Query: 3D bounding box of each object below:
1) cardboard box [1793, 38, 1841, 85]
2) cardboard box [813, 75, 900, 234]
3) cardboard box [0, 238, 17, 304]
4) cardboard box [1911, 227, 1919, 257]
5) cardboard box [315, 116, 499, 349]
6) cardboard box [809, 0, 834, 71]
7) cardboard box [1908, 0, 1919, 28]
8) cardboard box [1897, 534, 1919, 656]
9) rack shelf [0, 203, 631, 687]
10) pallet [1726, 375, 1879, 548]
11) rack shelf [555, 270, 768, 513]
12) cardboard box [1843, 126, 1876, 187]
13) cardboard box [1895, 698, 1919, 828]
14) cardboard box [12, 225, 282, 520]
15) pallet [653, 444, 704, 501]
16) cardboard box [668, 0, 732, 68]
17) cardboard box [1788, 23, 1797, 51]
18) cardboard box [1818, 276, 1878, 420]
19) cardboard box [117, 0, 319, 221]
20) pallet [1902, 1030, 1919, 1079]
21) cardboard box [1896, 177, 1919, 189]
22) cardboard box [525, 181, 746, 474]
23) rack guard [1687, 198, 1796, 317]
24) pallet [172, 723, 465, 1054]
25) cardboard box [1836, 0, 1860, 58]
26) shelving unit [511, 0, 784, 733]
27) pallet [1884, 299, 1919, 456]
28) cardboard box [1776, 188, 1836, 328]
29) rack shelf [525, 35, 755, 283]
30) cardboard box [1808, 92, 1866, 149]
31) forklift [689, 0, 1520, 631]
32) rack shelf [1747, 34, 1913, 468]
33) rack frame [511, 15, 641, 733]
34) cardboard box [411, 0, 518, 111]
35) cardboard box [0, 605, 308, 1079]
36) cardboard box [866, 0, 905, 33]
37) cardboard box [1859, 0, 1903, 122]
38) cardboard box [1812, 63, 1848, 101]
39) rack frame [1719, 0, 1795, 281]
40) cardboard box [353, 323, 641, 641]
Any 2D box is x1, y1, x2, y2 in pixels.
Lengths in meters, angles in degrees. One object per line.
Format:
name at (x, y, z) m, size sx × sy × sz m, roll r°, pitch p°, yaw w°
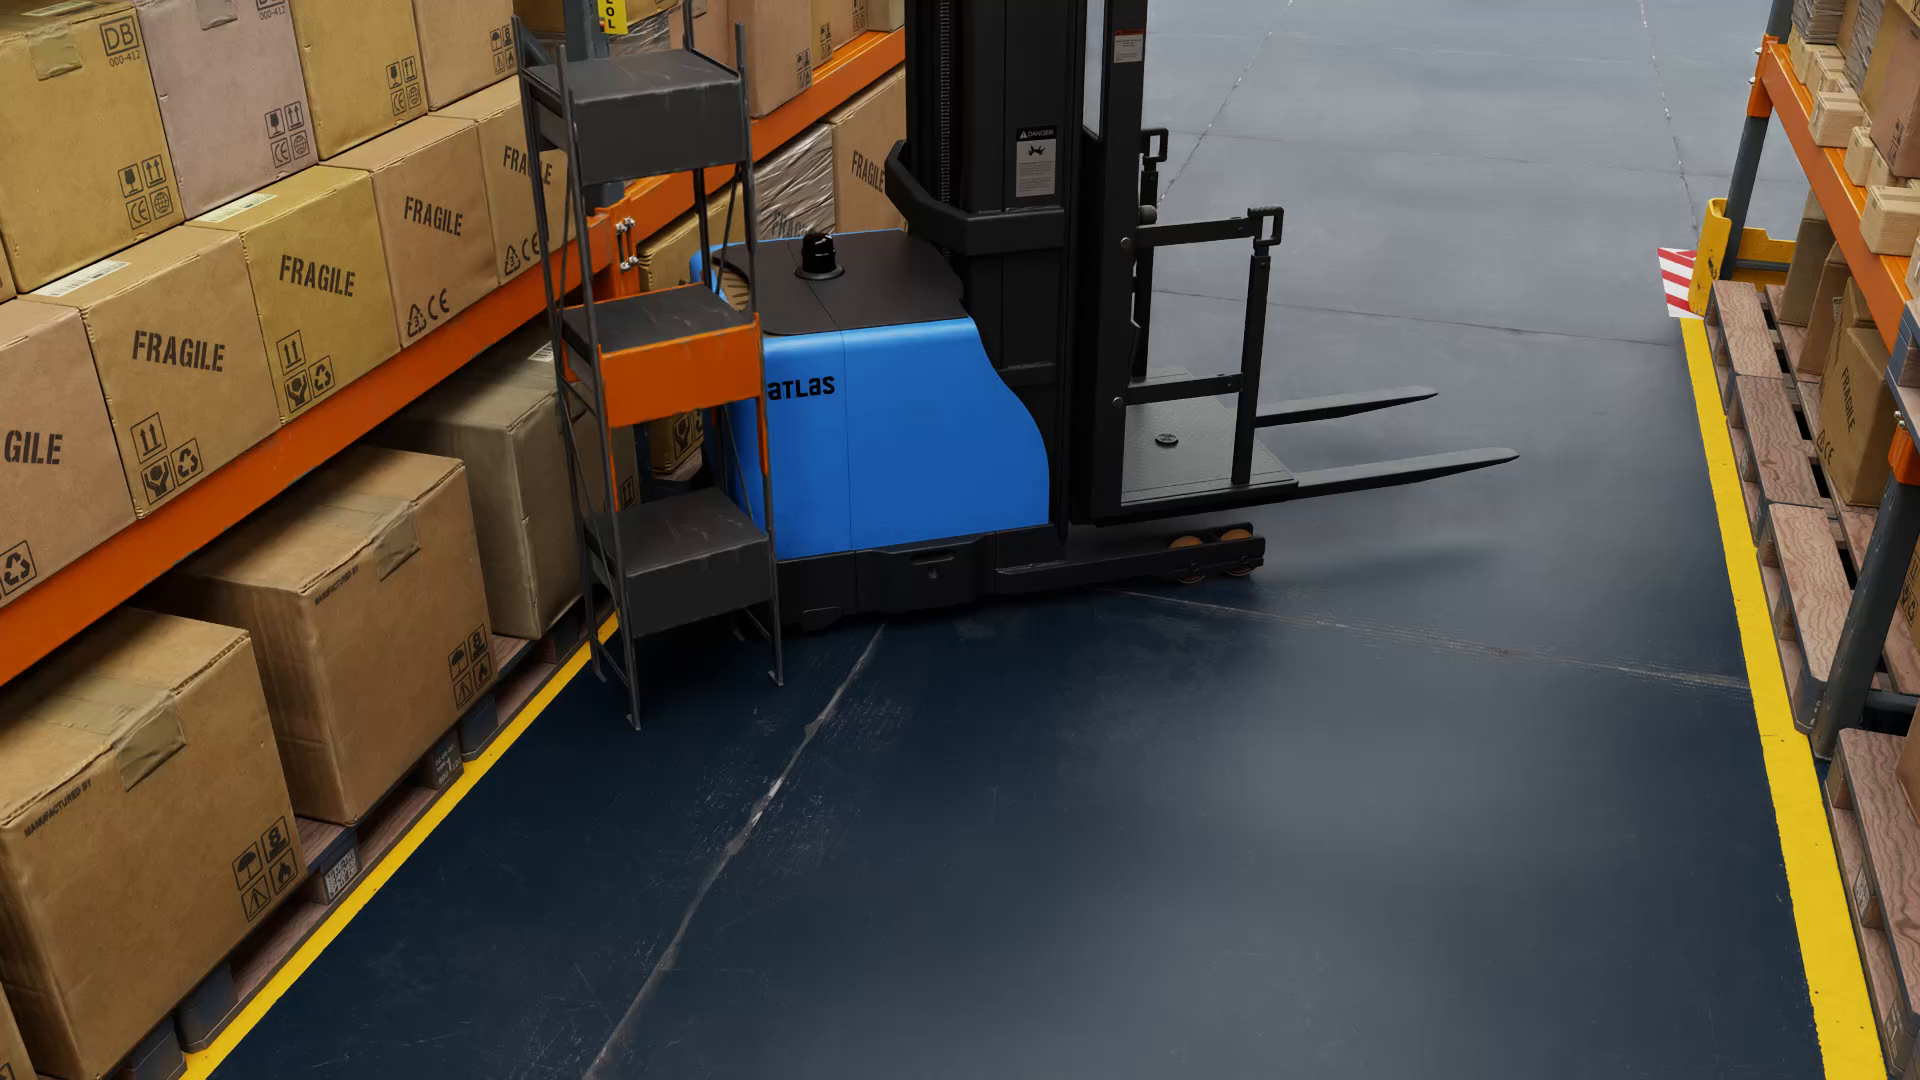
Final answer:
cardboard box at (3.772, -2.021, 7.056) m, size 0.380 × 0.149 × 0.250 m, roll 8°, pitch 30°, yaw 15°
cardboard box at (-0.841, -1.733, 8.033) m, size 0.875 × 0.875 × 0.875 m, roll 8°, pitch 30°, yaw 14°
cardboard box at (-2.360, -0.656, 3.212) m, size 0.700 × 0.500 × 0.500 m, roll 8°, pitch 30°, yaw 14°
cardboard box at (3.084, -0.852, 4.955) m, size 0.380 × 0.149 × 0.250 m, roll 8°, pitch 30°, yaw 15°
cardboard box at (-1.669, -0.881, 4.645) m, size 0.500 × 0.500 × 0.500 m, roll 8°, pitch 30°, yaw 14°
cardboard box at (-1.056, -2.345, 7.226) m, size 0.875 × 0.550 × 0.500 m, roll 8°, pitch 30°, yaw 15°
cardboard box at (3.103, -1.690, 4.764) m, size 0.500 × 0.500 × 0.500 m, roll 8°, pitch 30°, yaw 15°
cardboard box at (3.244, 0.131, 5.069) m, size 0.500 × 0.500 × 0.500 m, roll 8°, pitch 30°, yaw 13°
rack shelf at (-2.210, -0.109, 4.100) m, size 1.077 × 0.370 × 4.000 m, roll 8°, pitch 30°, yaw 15°
pallet at (3.608, -0.265, 6.510) m, size 1.003 × 0.211 × 1.213 m, roll 8°, pitch 30°, yaw 15°
rack shelf at (-0.886, -0.450, 4.923) m, size 0.480 × 0.518 × 0.431 m, roll -16°, pitch 33°, yaw -26°
cardboard box at (3.325, -1.325, 5.805) m, size 0.380 × 0.149 × 0.250 m, roll 8°, pitch 30°, yaw 15°
cardboard box at (2.888, 0.584, 4.233) m, size 0.700 × 0.500 × 0.500 m, roll 6°, pitch 30°, yaw 11°
cardboard box at (-1.964, -0.410, 3.798) m, size 0.500 × 0.500 × 0.500 m, roll 8°, pitch 30°, yaw 14°
pallet at (-1.325, -0.476, 6.889) m, size 1.003 × 0.211 × 1.213 m, roll 8°, pitch 30°, yaw 15°
cardboard box at (-1.386, -1.850, 6.336) m, size 0.875 × 0.550 × 0.550 m, roll 8°, pitch 30°, yaw 15°
cardboard box at (3.951, -2.249, 7.465) m, size 0.380 × 0.149 × 0.250 m, roll 8°, pitch 30°, yaw 15°
cardboard box at (3.719, -0.689, 6.543) m, size 0.500 × 0.500 × 0.500 m, roll 11°, pitch 31°, yaw 20°
cardboard box at (-2.061, -1.128, 4.060) m, size 0.700 × 0.500 × 0.500 m, roll 9°, pitch 30°, yaw 15°
pallet at (2.505, 1.551, 3.244) m, size 1.003 × 0.211 × 1.213 m, roll 8°, pitch 30°, yaw 15°
cardboard box at (3.250, -1.082, 5.368) m, size 0.380 × 0.149 × 0.250 m, roll 8°, pitch 30°, yaw 15°
cardboard box at (-1.372, -0.890, 6.518) m, size 0.875 × 0.875 × 0.875 m, roll 9°, pitch 30°, yaw 16°
rack guard at (4.241, -1.329, 8.125) m, size 1.175 × 0.500 × 0.348 m, roll 8°, pitch 30°, yaw 15°
pallet at (-2.134, 0.804, 4.588) m, size 1.003 × 0.211 × 1.213 m, roll 8°, pitch 30°, yaw 15°
cardboard box at (4.043, -2.129, 6.583) m, size 0.875 × 0.500 × 0.500 m, roll 8°, pitch 30°, yaw 15°
shelving unit at (-0.886, -0.462, 4.917) m, size 0.503 × 2.100 × 0.431 m, roll -16°, pitch 33°, yaw -26°
pallet at (2.725, -0.180, 3.685) m, size 1.003 × 0.211 × 1.213 m, roll 8°, pitch 30°, yaw 15°
cardboard box at (4.064, -1.260, 7.569) m, size 0.500 × 0.500 × 0.500 m, roll 14°, pitch 32°, yaw 24°
rack shelf at (-0.883, -1.059, 4.579) m, size 0.480 × 0.518 × 0.431 m, roll -16°, pitch 33°, yaw -26°
cardboard box at (3.418, -1.565, 6.237) m, size 0.380 × 0.149 × 0.250 m, roll 8°, pitch 30°, yaw 15°
forklift at (0.600, -1.364, 5.686) m, size 3.031 × 2.935 × 1.130 m, roll -8°, pitch 30°, yaw -14°
rack shelf at (3.676, -1.213, 6.085) m, size 1.077 × 0.370 × 4.000 m, roll 8°, pitch 30°, yaw 15°
rack frame at (-1.097, -0.402, 4.809) m, size 0.015 × 2.100 × 0.400 m, roll -16°, pitch 33°, yaw -26°
cardboard box at (-1.763, -1.602, 4.912) m, size 0.700 × 0.500 × 0.500 m, roll 8°, pitch 30°, yaw 14°
cardboard box at (-2.279, 0.629, 3.916) m, size 1.050 × 0.750 × 0.750 m, roll 9°, pitch 30°, yaw 16°
cardboard box at (-0.655, -2.840, 8.114) m, size 0.875 × 0.550 × 0.550 m, roll 8°, pitch 30°, yaw 15°
cardboard box at (3.697, -1.672, 5.762) m, size 0.875 × 0.500 × 0.500 m, roll 8°, pitch 30°, yaw 15°
cardboard box at (3.638, -1.787, 6.635) m, size 0.380 × 0.149 × 0.250 m, roll 8°, pitch 30°, yaw 15°
rack frame at (4.263, -2.457, 7.581) m, size 1.000 × 3.000 × 0.127 m, roll 8°, pitch 30°, yaw 15°
cardboard box at (-1.719, -0.252, 5.499) m, size 1.050 × 0.750 × 0.750 m, roll 8°, pitch 30°, yaw 15°
